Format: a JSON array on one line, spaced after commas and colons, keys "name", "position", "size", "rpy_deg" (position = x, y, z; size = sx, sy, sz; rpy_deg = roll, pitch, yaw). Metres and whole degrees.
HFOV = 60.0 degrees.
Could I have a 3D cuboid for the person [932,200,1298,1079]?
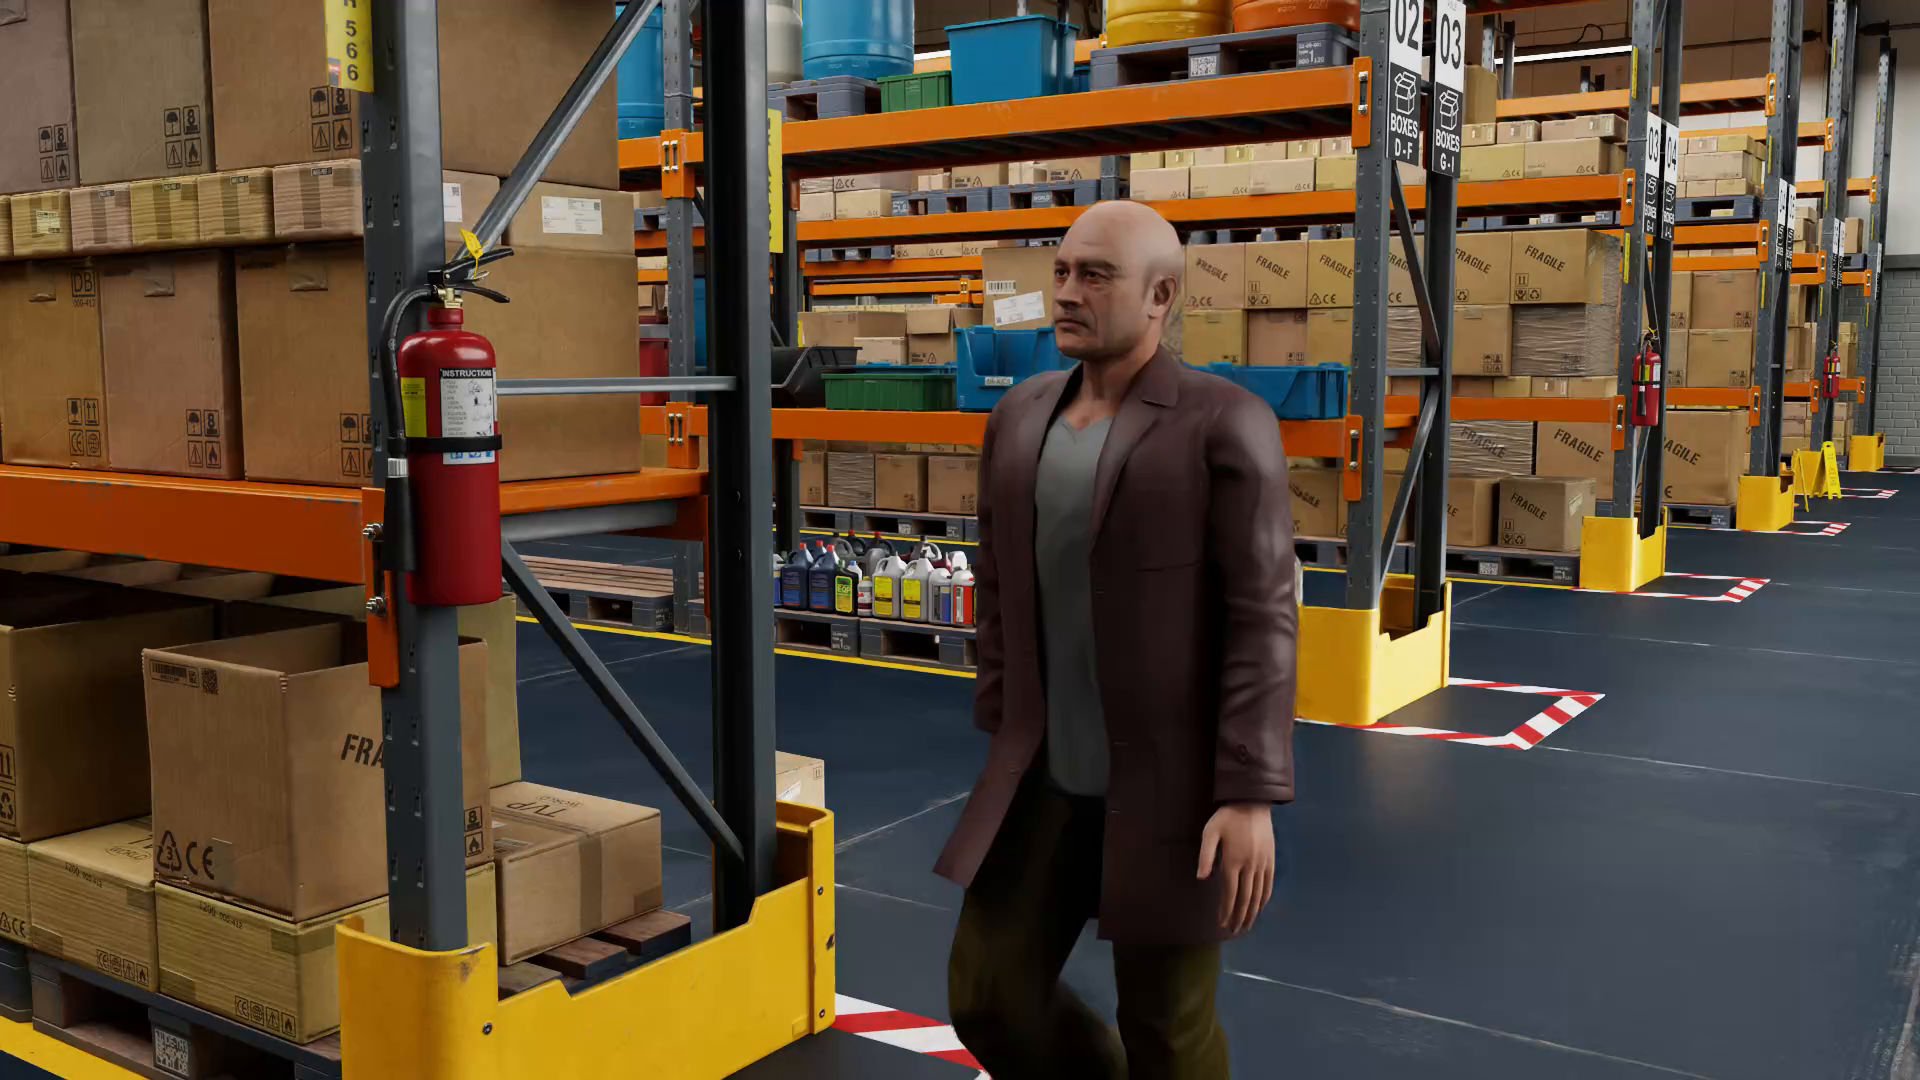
[{"name": "person", "position": [0.252, 0.369, 2.629], "size": [0.657, 1.775, 0.534], "rpy_deg": [4, 8, 35]}]
